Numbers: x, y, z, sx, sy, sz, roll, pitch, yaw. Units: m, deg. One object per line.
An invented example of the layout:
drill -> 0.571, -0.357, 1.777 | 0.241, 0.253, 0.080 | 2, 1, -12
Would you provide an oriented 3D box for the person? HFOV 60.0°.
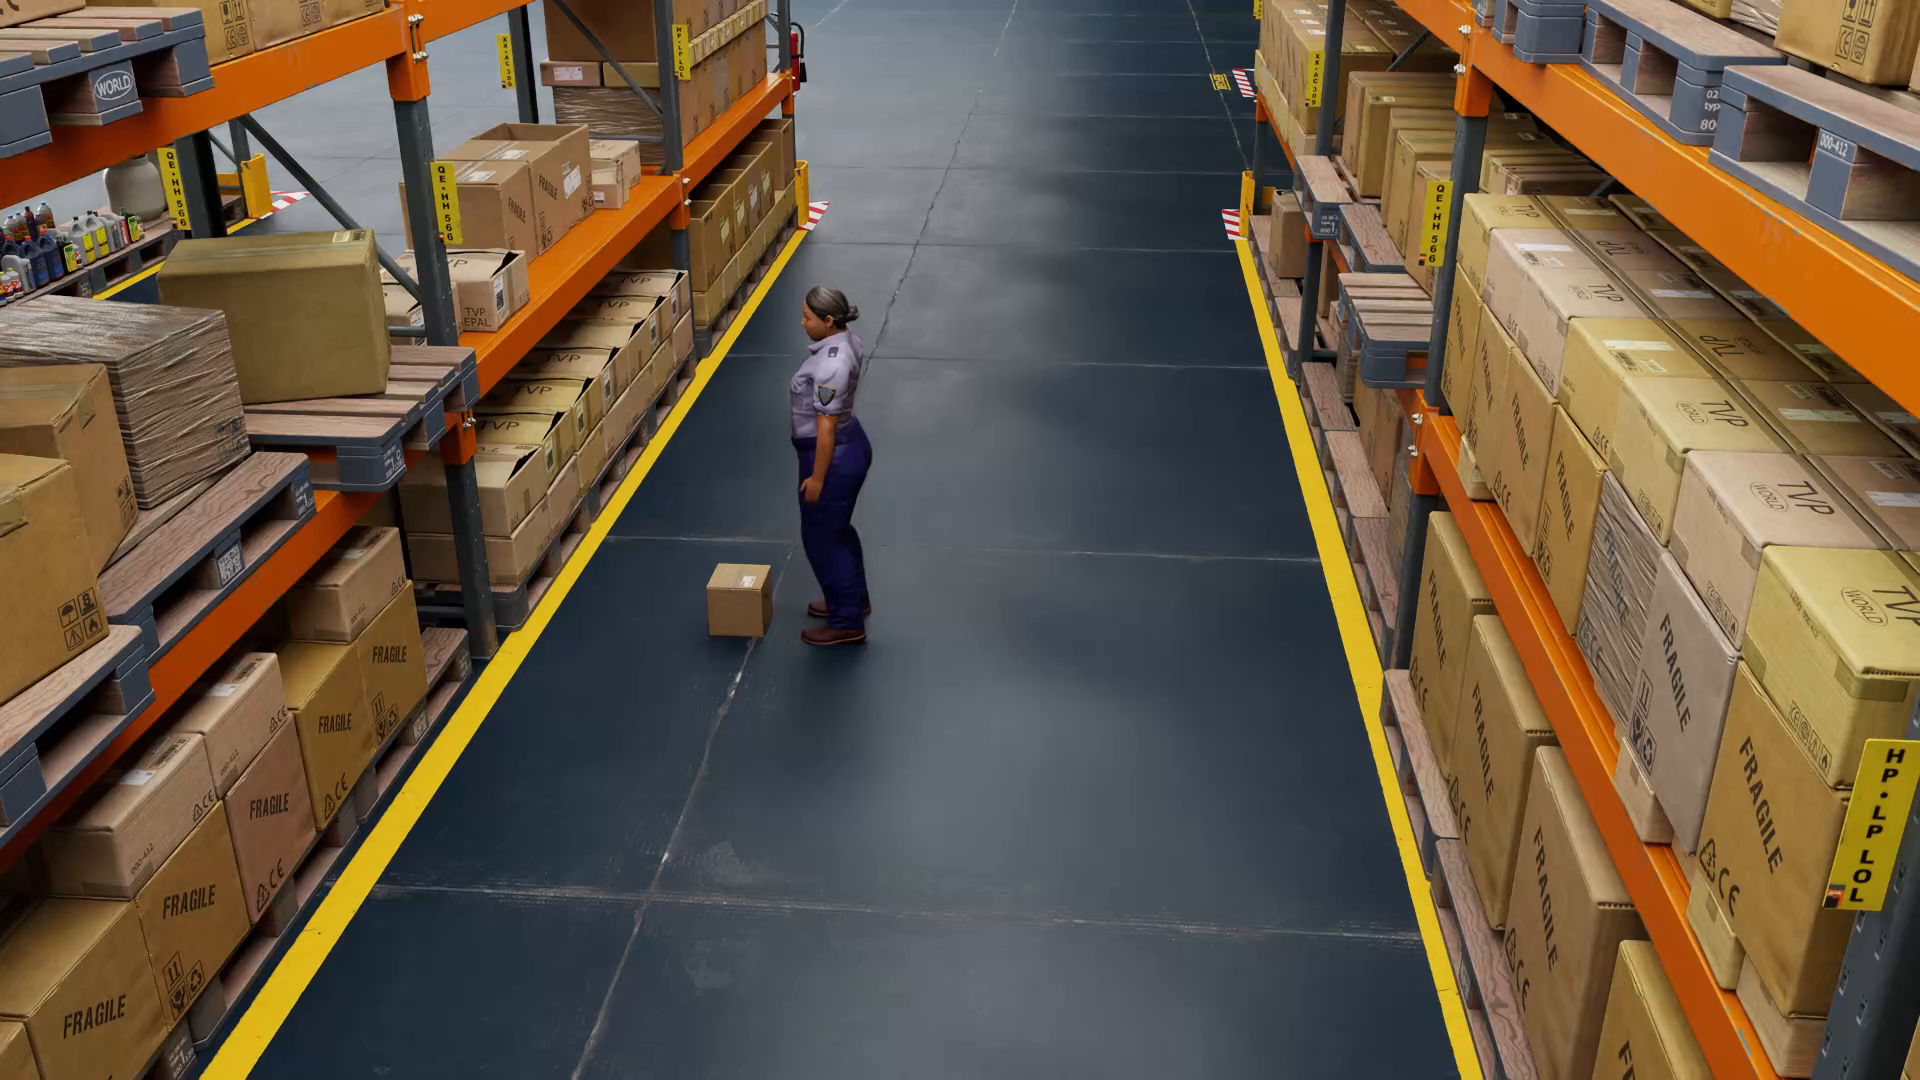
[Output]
person -> -0.574, -0.332, 7.360 | 0.342, 1.646, 0.470 | 2, 25, 5
